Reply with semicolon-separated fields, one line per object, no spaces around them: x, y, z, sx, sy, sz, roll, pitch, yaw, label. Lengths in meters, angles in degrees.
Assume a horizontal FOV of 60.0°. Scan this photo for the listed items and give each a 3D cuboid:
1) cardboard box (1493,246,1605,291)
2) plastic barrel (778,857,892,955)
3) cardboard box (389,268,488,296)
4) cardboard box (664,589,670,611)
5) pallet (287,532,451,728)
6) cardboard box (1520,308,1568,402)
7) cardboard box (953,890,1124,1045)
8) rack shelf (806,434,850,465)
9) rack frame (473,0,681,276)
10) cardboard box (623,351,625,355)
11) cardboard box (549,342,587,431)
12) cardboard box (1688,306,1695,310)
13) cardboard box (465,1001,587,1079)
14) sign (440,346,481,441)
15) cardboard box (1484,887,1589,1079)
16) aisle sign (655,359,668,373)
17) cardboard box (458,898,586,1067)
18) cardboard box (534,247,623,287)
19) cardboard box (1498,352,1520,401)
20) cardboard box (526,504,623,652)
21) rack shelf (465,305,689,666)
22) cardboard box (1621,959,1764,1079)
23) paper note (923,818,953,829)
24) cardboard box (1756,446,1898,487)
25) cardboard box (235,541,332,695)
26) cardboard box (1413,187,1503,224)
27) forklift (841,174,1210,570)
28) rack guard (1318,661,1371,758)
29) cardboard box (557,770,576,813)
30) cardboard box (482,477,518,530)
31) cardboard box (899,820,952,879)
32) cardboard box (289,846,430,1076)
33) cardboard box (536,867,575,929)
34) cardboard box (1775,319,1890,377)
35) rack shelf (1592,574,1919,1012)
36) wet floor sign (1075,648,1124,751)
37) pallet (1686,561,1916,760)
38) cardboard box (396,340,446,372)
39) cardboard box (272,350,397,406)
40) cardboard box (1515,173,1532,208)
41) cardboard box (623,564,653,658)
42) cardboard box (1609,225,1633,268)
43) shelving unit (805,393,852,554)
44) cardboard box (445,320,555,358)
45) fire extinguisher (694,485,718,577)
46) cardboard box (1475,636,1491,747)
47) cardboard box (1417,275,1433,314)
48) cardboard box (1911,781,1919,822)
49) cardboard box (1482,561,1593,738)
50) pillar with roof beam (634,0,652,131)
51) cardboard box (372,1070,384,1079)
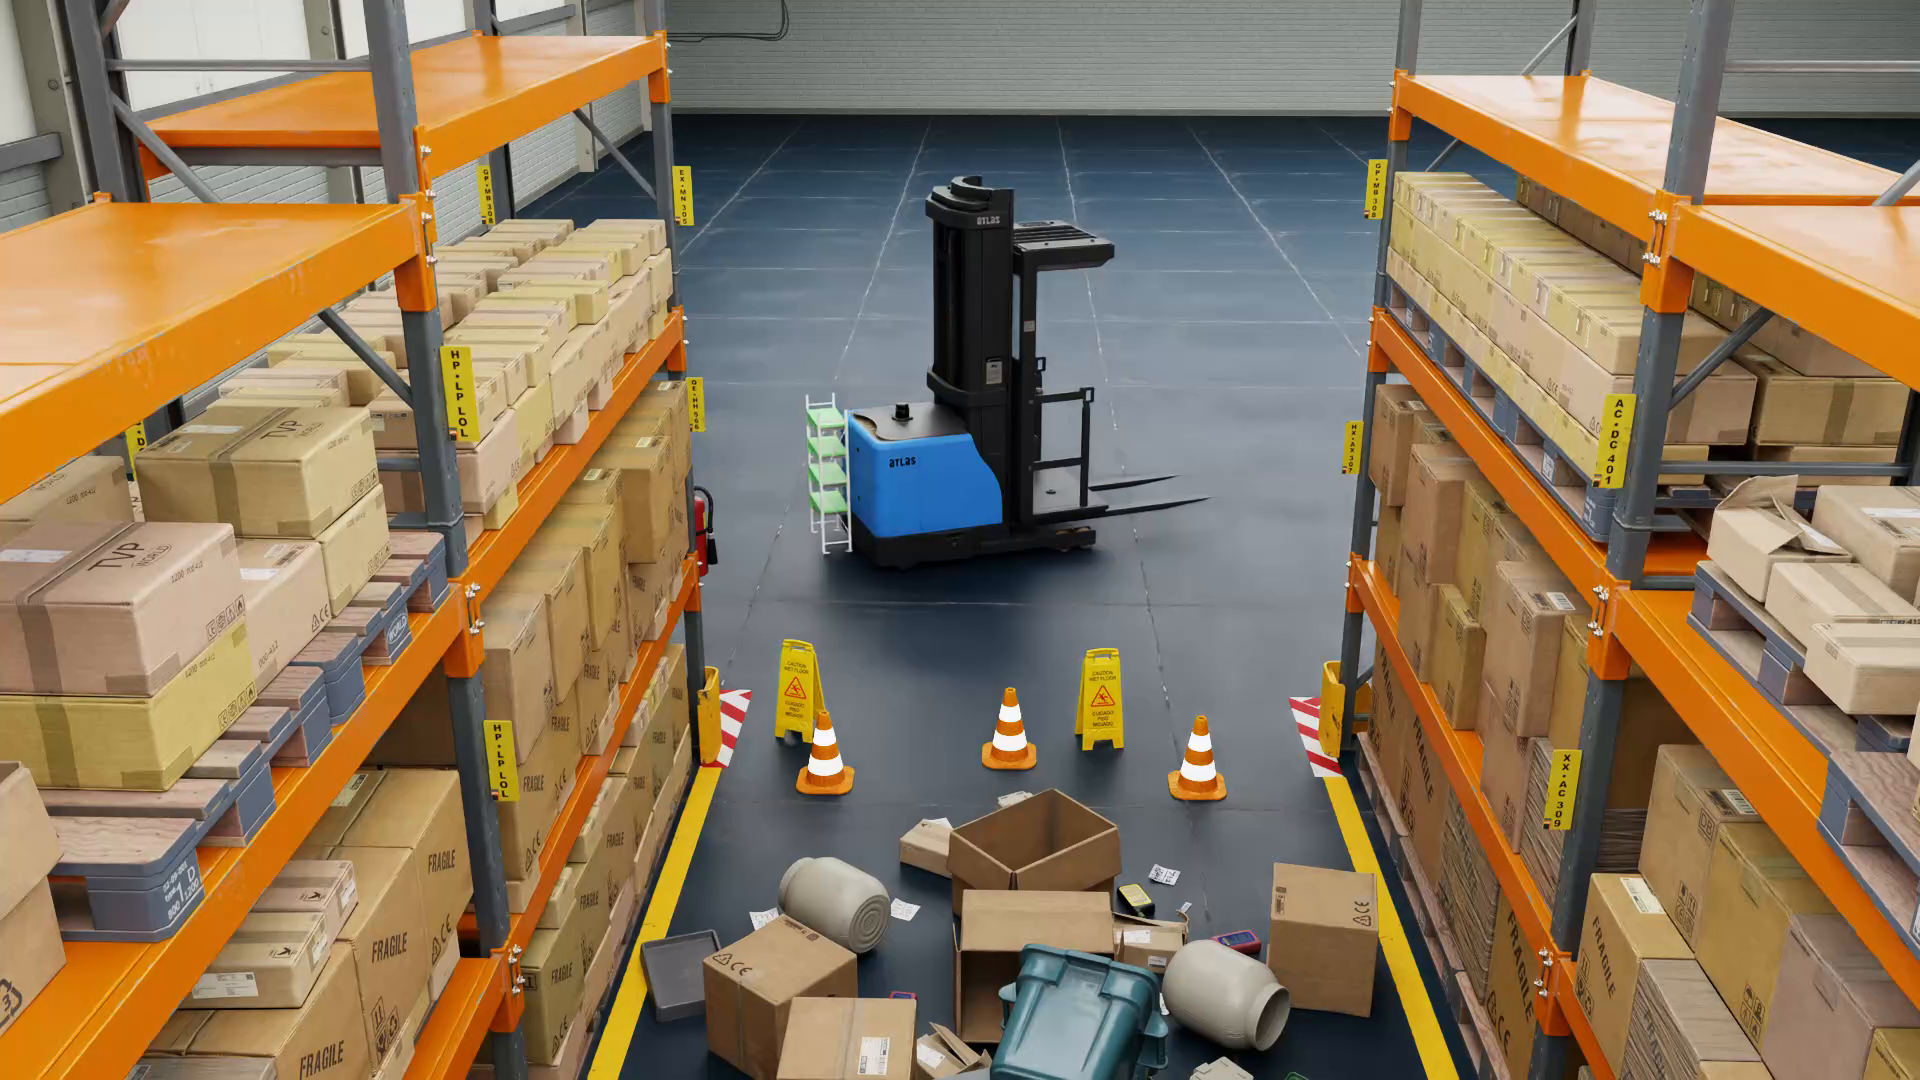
2.471;-1.134;6.979;0.380;0.149;0.250;0;21;1;cardboard box
-0.640;1.853;8.460;0.512;0.421;0.421;18;27;38;plastic barrel
-2.449;-1.183;7.822;0.380;0.149;0.250;1;21;3;cardboard box
-1.814;0.329;9.175;0.380;0.149;0.250;0;21;1;cardboard box
-2.337;0.246;5.154;1.213;0.211;1.003;1;21;2;pallet
2.513;-0.720;6.462;0.500;0.250;0.500;1;21;1;cardboard box
0.367;1.991;7.809;0.797;0.637;0.503;1;21;2;cardboard box
-1.073;-0.710;13.505;0.258;0.148;0.480;-6;22;-15;rack shelf
-2.090;-2.908;8.877;1.000;3.000;0.127;1;21;2;rack frame
-1.913;-0.983;8.411;0.380;0.149;0.250;1;21;2;cardboard box
-1.890;-0.656;7.015;0.500;0.250;0.500;1;21;2;cardboard box
3.062;-0.895;6.913;0.500;0.250;0.500;0;21;1;cardboard box
-1.924;2.211;7.198;0.500;0.250;0.500;0;21;-1;cardboard box
-1.657;-0.483;5.515;0.100;0.325;0.005;1;21;2;sign
2.828;1.921;7.081;0.875;0.875;0.875;1;21;2;cardboard box
-1.798;-1.342;9.541;0.394;0.787;0.004;1;21;2;aisle sign
-1.924;1.861;7.062;0.500;0.500;0.500;2;21;4;cardboard box
-1.900;-1.362;8.285;0.380;0.149;0.250;1;21;2;cardboard box
2.461;-0.673;6.892;0.380;0.149;0.250;1;21;2;cardboard box
-1.902;0.161;7.328;0.700;0.500;0.500;0;21;0;cardboard box
-2.151;-0.451;7.686;1.077;0.370;4.000;1;21;2;rack shelf
2.439;1.676;5.217;0.500;0.500;0.500;1;21;2;cardboard box
-0.129;1.637;9.562;0.148;0.019;0.142;-7;22;-17;paper note
3.090;-0.298;5.927;0.380;0.149;0.250;0;21;1;cardboard box
-2.105;0.207;4.623;0.500;0.250;0.500;1;21;2;cardboard box
2.516;-1.688;8.406;0.380;0.149;0.250;0;21;1;cardboard box
0.588;-1.444;13.492;3.031;2.935;1.130;-8;22;-19;forklift
2.861;1.063;10.390;1.175;0.500;0.348;1;21;2;rack guard
-1.906;1.065;7.279;0.380;0.149;0.250;1;21;3;cardboard box
-1.891;-0.150;6.263;0.380;0.149;0.250;1;21;2;cardboard box
-0.111;1.714;9.200;0.380;0.149;0.250;13;25;29;cardboard box
-2.010;1.303;5.188;0.500;0.500;0.500;1;21;2;cardboard box
-1.860;1.514;7.060;0.380;0.149;0.250;1;21;2;cardboard box
3.090;-0.670;5.782;0.380;0.149;0.250;1;21;2;cardboard box
2.678;1.013;3.912;1.077;0.370;4.000;1;21;2;rack shelf
0.882;0.972;10.425;0.267;0.644;0.232;-3;21;-8;wet floor sign
2.760;0.376;4.825;0.805;0.209;1.217;0;21;-1;pallet
-2.423;-0.662;7.030;0.500;0.250;0.500;0;21;1;cardboard box
-2.392;-0.623;6.379;0.380;0.149;0.250;1;21;3;cardboard box
3.190;-1.863;8.857;0.380;0.149;0.250;1;21;2;cardboard box
-1.870;0.265;8.444;0.500;0.500;0.500;1;21;1;cardboard box
3.143;-1.312;7.436;0.380;0.149;0.250;1;21;2;cardboard box
-1.072;-0.546;13.569;0.258;1.200;0.503;-6;22;-15;shelving unit
-1.888;-0.803;6.843;0.380;0.149;0.250;0;21;0;cardboard box
-1.626;-0.111;10.070;0.296;0.674;0.183;1;21;2;fire extinguisher
2.866;0.757;7.518;0.875;0.550;0.550;1;21;2;cardboard box
2.507;-1.222;8.307;0.380;0.149;0.250;1;21;2;cardboard box
2.390;0.480;3.434;0.500;0.500;0.500;1;21;2;cardboard box
2.685;0.447;6.825;0.875;0.550;0.550;1;21;2;cardboard box
-2.758;-13.519;36.224;9.100;9.000;0.400;1;21;2;pillar with roof beam
-1.953;1.726;4.993;0.380;0.149;0.250;1;21;2;cardboard box
